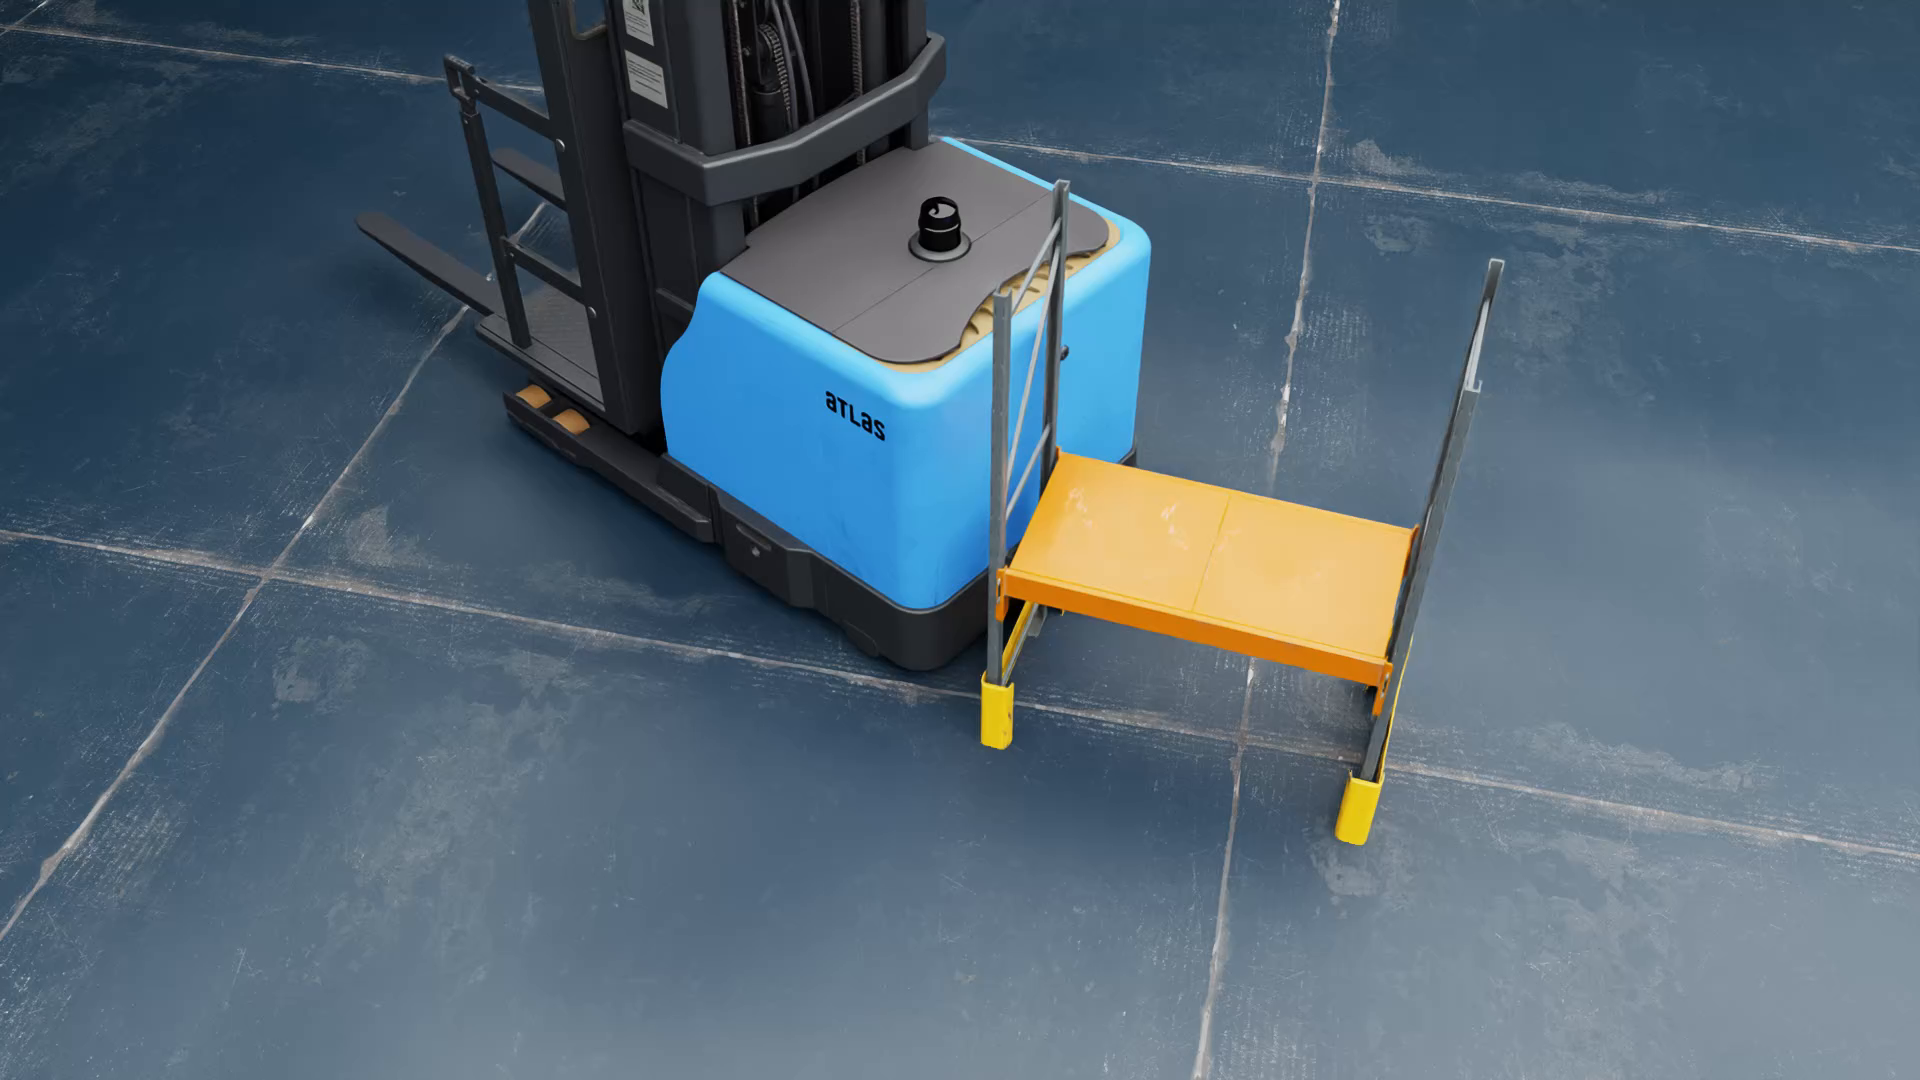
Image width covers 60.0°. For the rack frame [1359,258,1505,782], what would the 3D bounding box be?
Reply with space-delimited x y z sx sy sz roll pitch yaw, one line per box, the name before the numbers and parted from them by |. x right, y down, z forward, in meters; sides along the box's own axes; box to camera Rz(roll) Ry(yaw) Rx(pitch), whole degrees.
rack frame | 1.129 0.072 4.094 0.032 1.500 0.500 13 46 14

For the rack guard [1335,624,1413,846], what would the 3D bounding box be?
rack guard | 1.128 0.522 4.527 0.087 0.250 0.587 13 46 14

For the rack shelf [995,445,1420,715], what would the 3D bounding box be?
rack shelf | 0.649 0.087 4.338 1.000 0.185 0.538 13 46 14

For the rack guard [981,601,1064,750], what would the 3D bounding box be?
rack guard | 0.187 0.297 4.761 0.087 0.250 0.587 13 46 14

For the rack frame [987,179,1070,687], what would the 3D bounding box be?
rack frame | 0.168 -0.158 4.332 0.032 1.500 0.500 13 46 14

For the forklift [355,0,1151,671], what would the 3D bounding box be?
forklift | -0.891 -1.566 4.764 3.031 2.935 1.130 31 52 28

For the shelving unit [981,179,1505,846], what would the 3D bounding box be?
shelving unit | 0.657 -0.041 4.211 1.083 1.500 0.587 13 46 14
